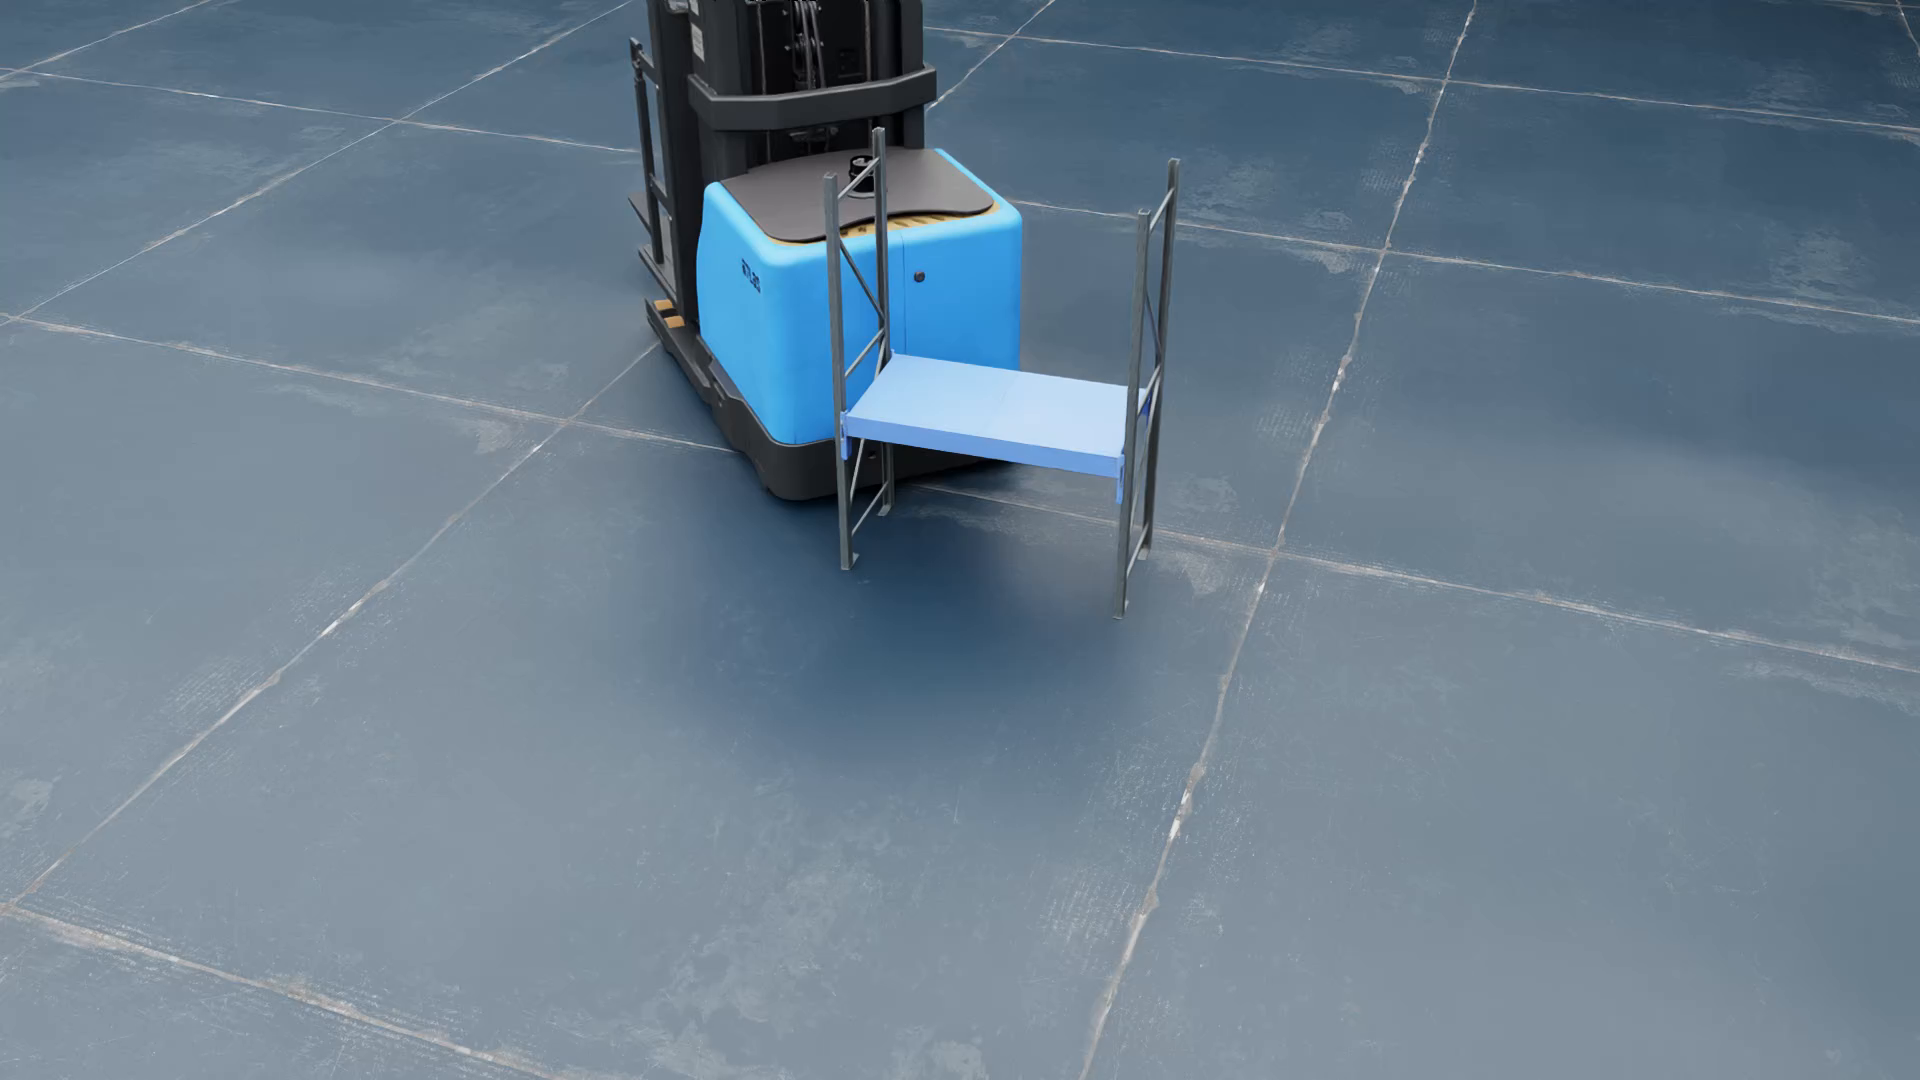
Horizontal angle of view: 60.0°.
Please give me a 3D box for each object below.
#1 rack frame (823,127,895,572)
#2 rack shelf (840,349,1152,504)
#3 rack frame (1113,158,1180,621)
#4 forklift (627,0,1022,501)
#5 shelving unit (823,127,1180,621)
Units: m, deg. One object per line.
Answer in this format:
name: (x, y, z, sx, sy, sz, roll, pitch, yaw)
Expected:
rack frame: (-0.344, -0.645, 5.867, 0.032, 1.500, 0.500, 10, 34, 15)
rack shelf: (0.141, -0.412, 5.836, 1.000, 0.185, 0.538, 10, 34, 15)
rack frame: (0.626, -0.480, 5.611, 0.032, 1.500, 0.500, 10, 34, 15)
forklift: (-0.806, -2.168, 6.906, 1.130, 2.935, 3.031, -13, 35, -20)
shelving unit: (0.141, -0.563, 5.739, 1.048, 1.500, 0.538, 10, 34, 15)
